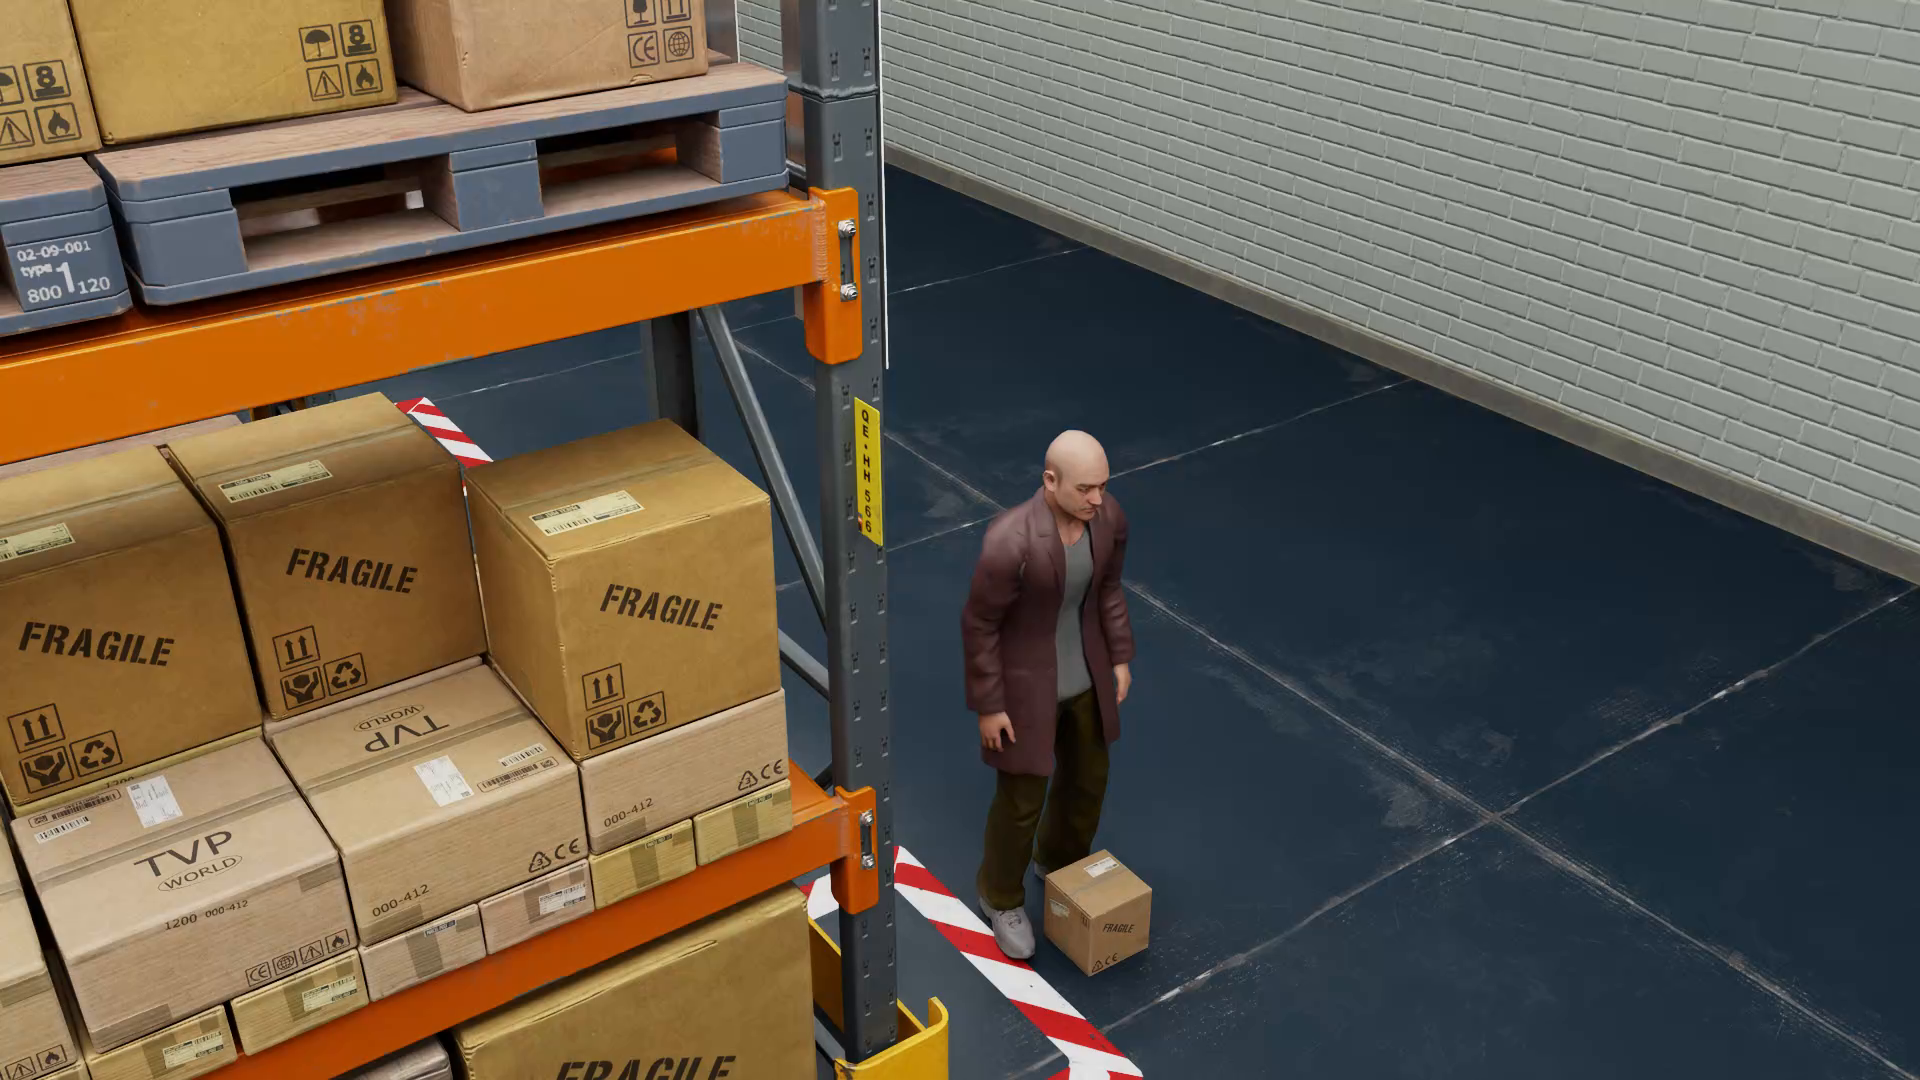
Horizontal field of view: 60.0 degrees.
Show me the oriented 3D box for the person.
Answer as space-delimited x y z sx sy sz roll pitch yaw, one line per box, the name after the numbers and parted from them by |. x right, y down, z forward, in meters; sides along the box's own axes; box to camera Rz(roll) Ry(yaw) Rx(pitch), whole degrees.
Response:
0.296 0.460 5.282 0.642 1.773 0.428 -18 33 -31 | person
